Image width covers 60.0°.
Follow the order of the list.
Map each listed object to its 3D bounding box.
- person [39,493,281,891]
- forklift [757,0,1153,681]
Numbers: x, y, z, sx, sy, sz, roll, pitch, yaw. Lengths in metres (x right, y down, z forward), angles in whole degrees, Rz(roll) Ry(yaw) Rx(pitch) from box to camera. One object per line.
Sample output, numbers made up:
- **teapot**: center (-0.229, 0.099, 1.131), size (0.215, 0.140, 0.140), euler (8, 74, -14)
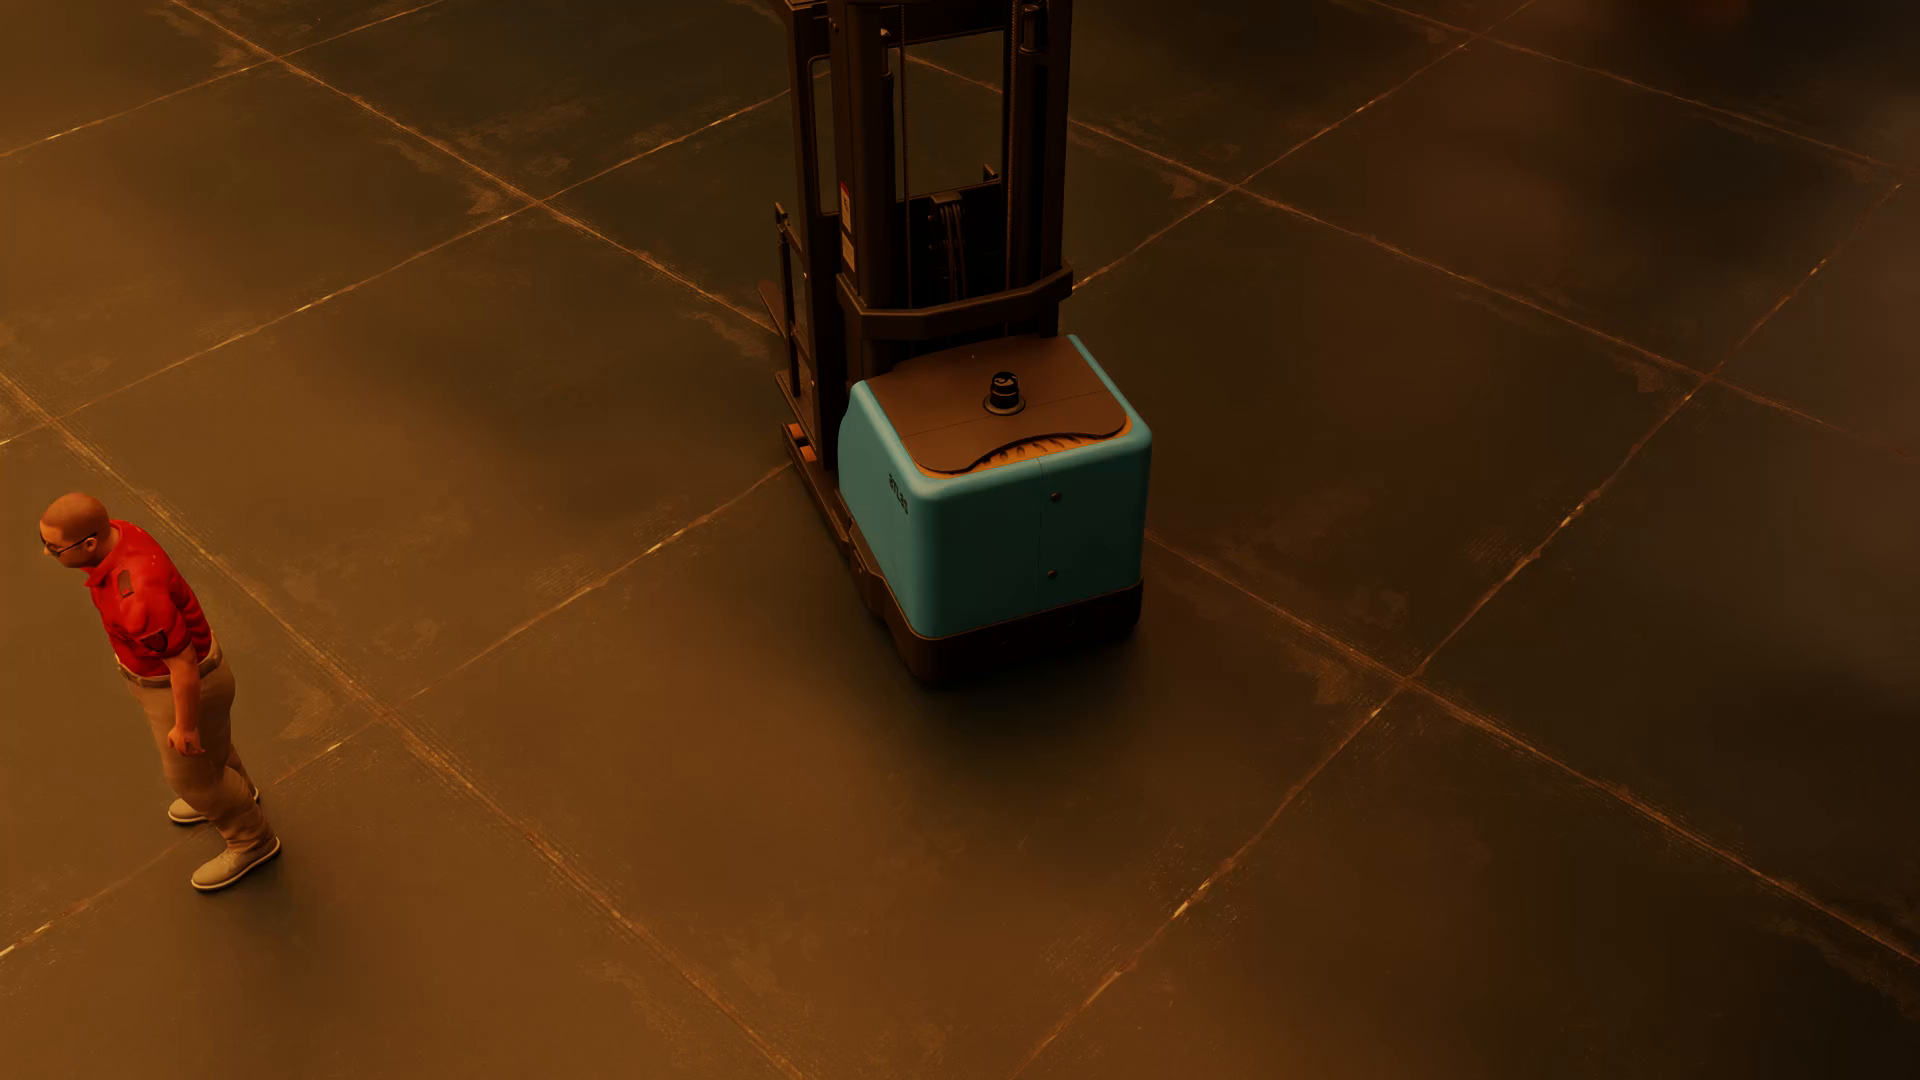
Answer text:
- **person**: center (-2.754, 0.492, 5.779), size (0.397, 1.727, 0.607), euler (-24, 46, -25)
- **forklift**: center (-0.227, -1.493, 7.169), size (1.130, 2.935, 3.031), euler (-14, 43, -16)
